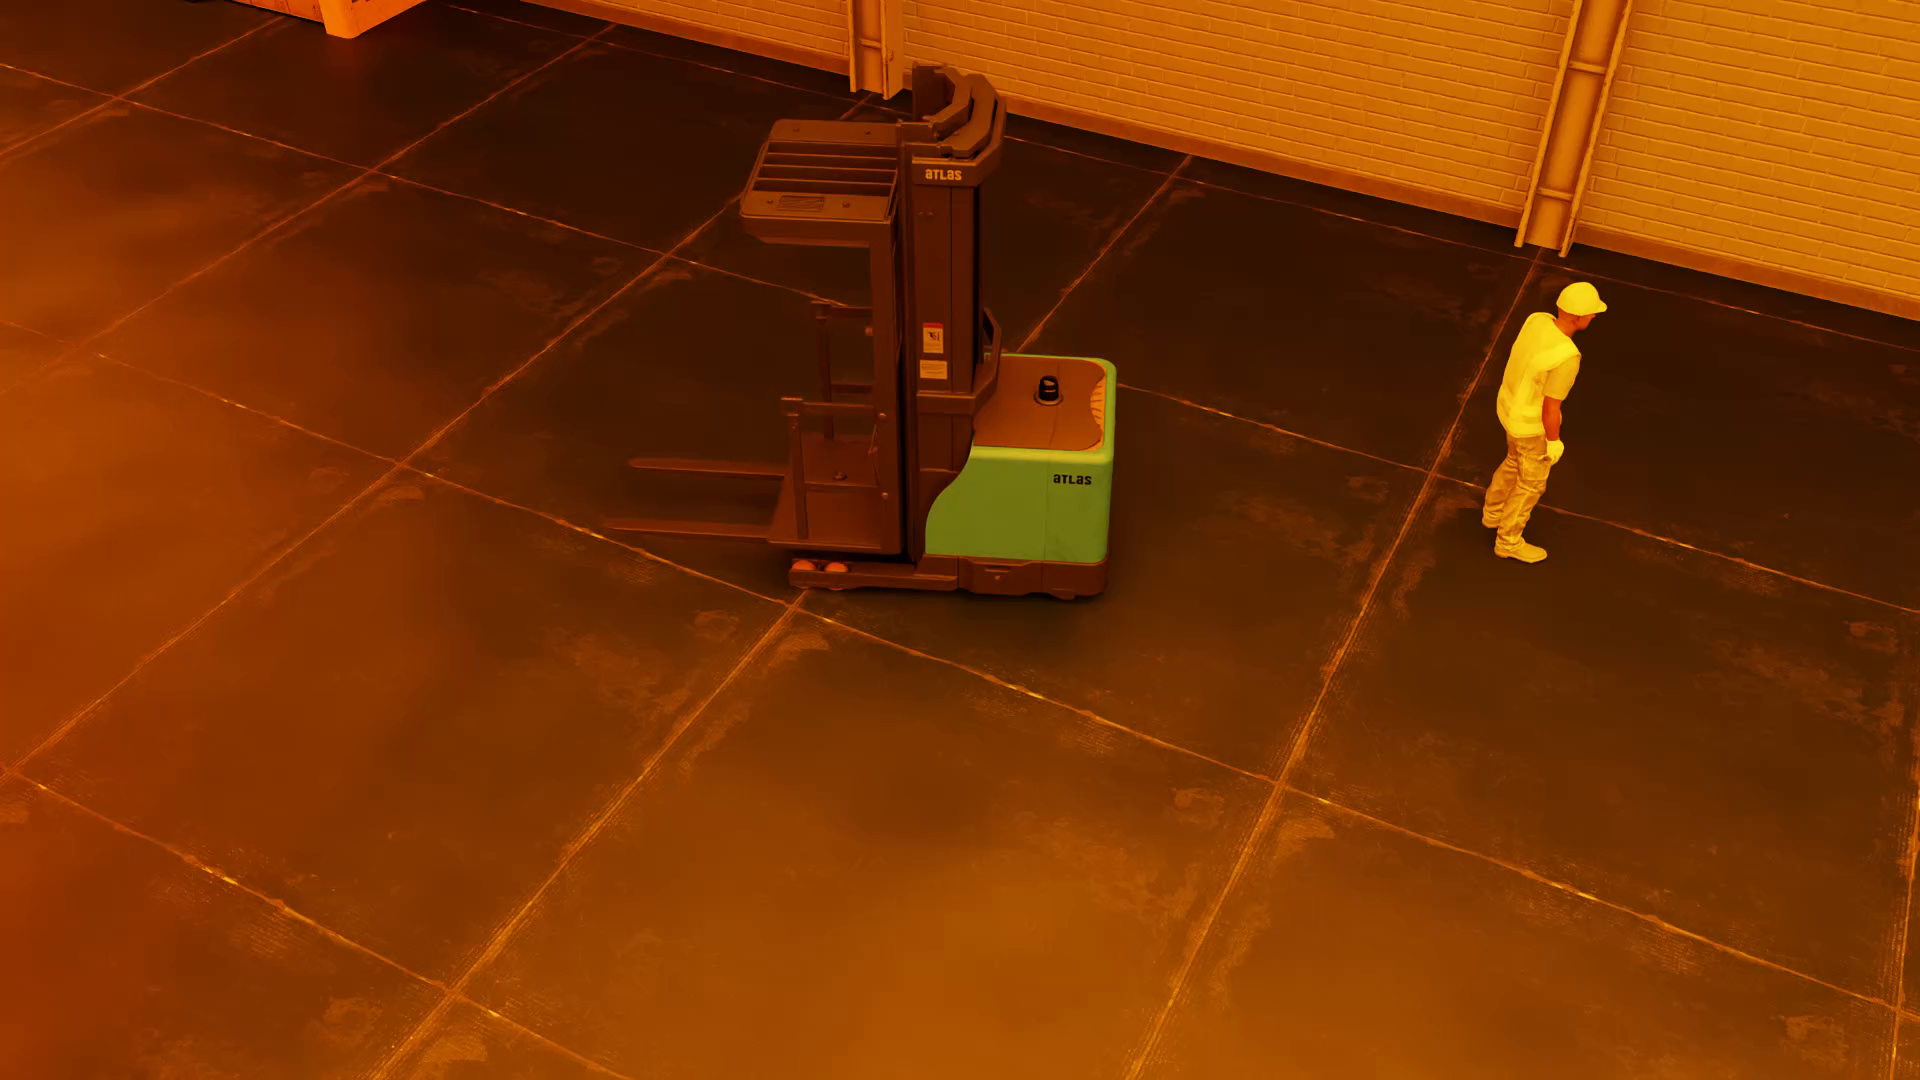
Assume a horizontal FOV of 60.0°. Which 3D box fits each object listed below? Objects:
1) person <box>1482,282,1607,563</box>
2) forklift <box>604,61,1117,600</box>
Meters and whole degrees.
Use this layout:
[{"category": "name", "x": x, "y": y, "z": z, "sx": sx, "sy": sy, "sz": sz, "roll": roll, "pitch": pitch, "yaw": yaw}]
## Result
[{"category": "person", "x": 3.380, "y": -0.712, "z": 9.735, "sx": 0.451, "sy": 1.772, "sz": 0.618, "roll": -1, "pitch": 40, "yaw": -2}, {"category": "forklift", "x": -0.606, "y": -1.157, "z": 9.360, "sx": 3.031, "sy": 2.935, "sz": 1.130, "roll": 3, "pitch": 40, "yaw": 4}]
